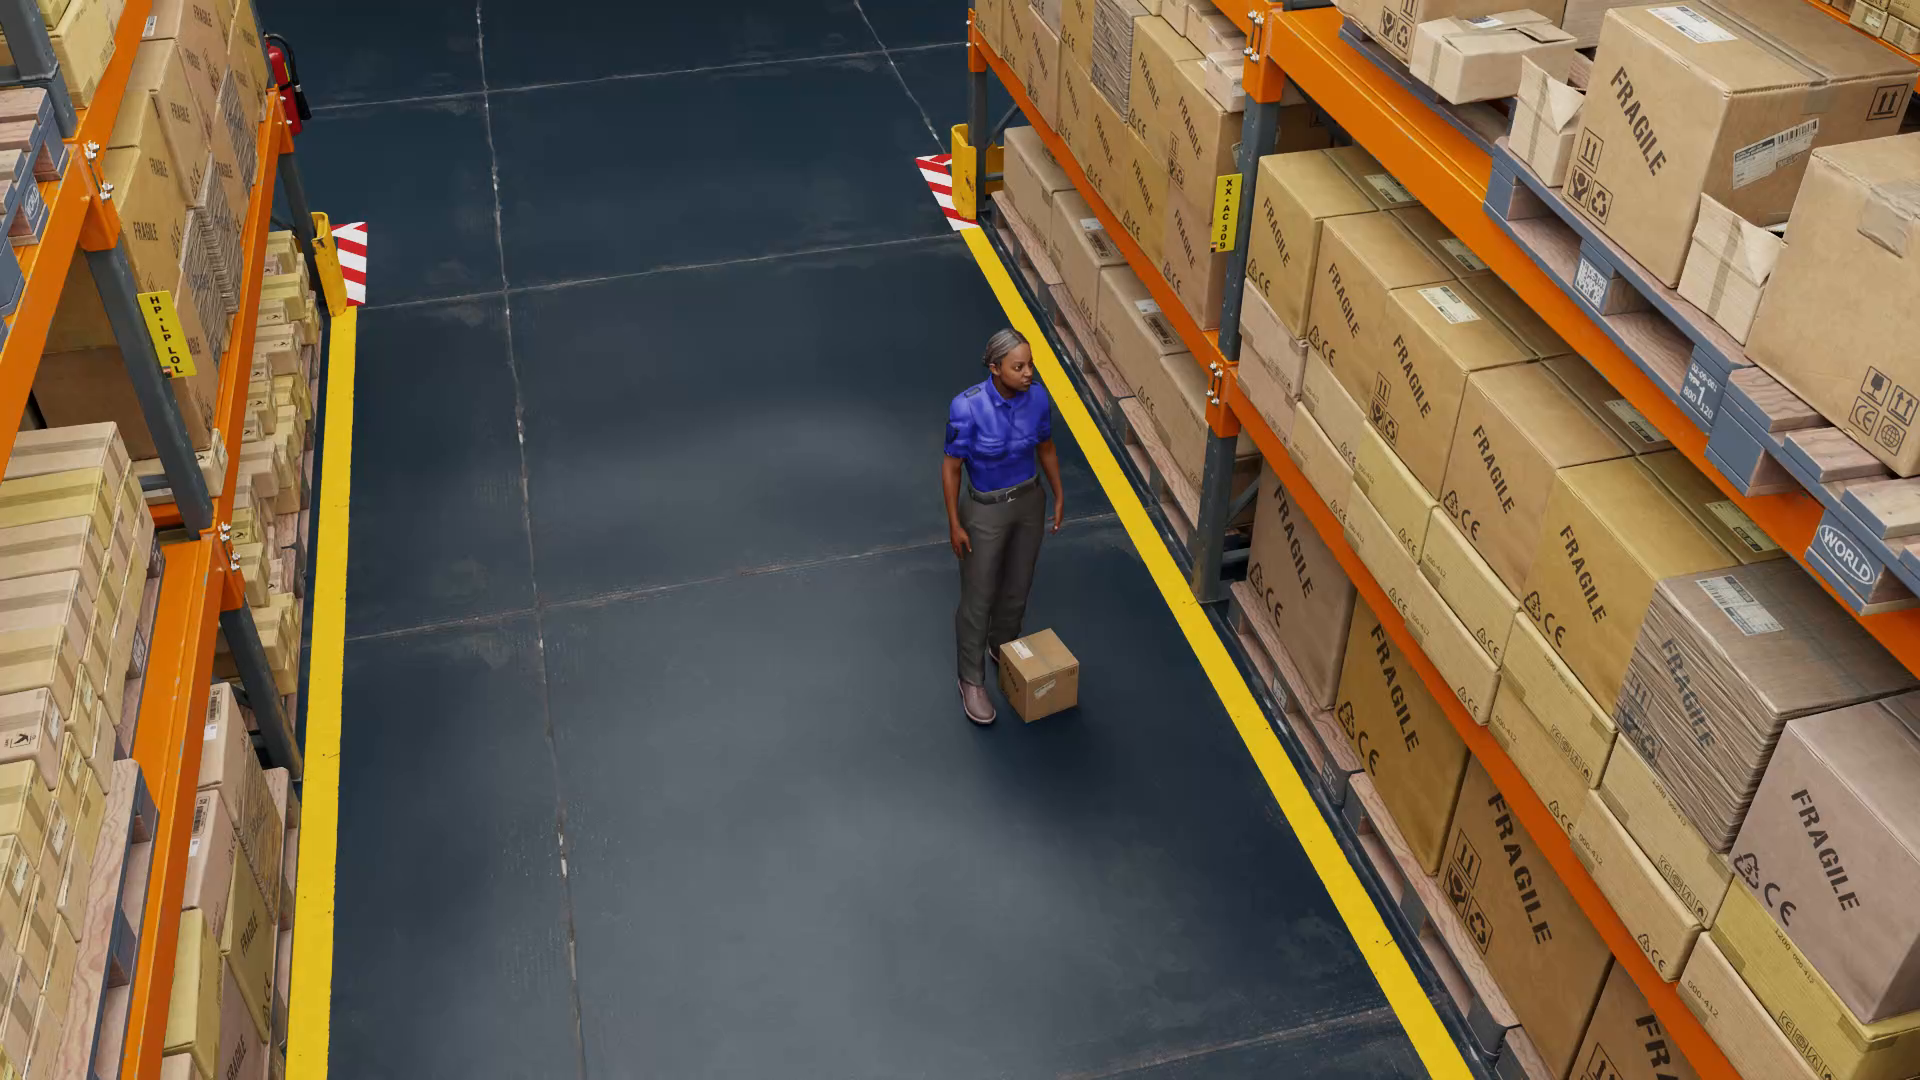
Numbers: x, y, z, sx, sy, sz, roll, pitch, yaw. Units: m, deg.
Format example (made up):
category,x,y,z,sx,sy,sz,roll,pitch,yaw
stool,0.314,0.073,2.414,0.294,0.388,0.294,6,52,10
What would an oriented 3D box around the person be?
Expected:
category,x,y,z,sx,sy,sz,roll,pitch,yaw
person,0.203,-0.067,6.788,0.569,1.655,0.504,-19,42,-22
